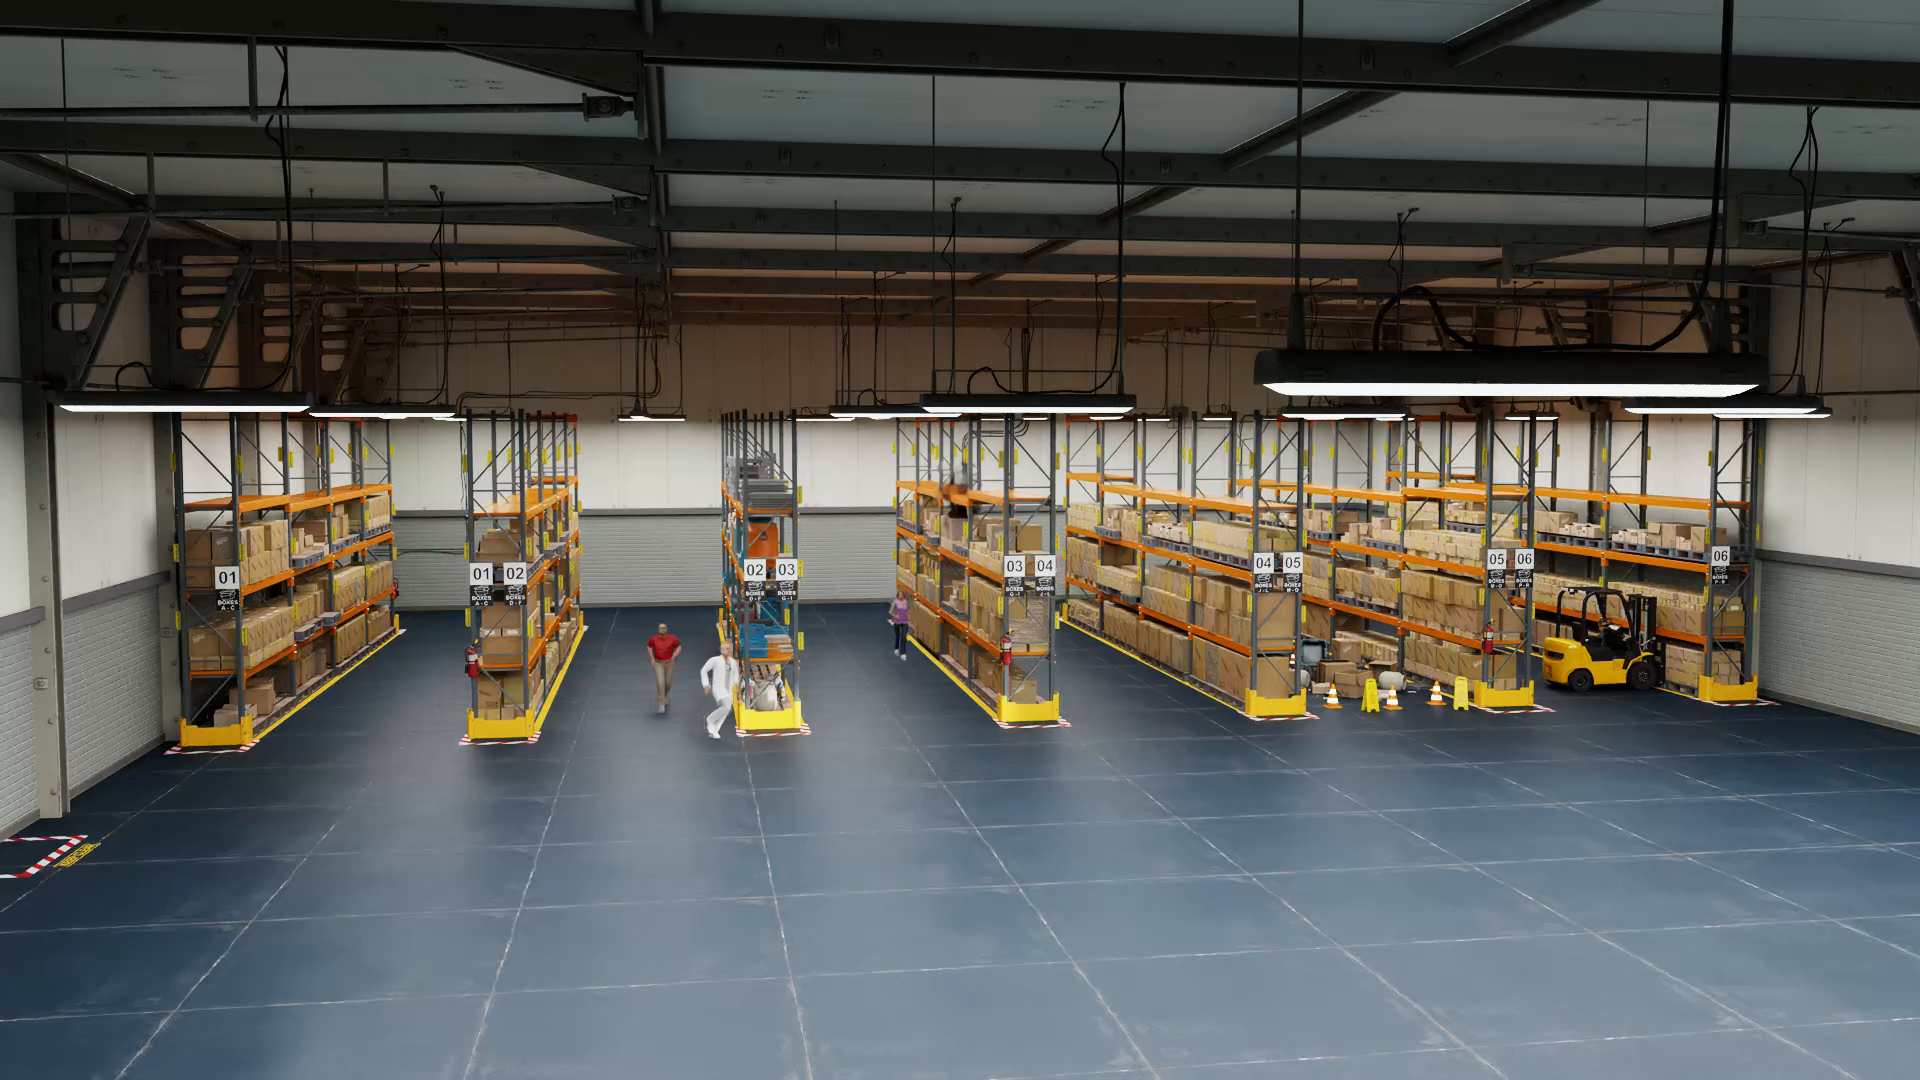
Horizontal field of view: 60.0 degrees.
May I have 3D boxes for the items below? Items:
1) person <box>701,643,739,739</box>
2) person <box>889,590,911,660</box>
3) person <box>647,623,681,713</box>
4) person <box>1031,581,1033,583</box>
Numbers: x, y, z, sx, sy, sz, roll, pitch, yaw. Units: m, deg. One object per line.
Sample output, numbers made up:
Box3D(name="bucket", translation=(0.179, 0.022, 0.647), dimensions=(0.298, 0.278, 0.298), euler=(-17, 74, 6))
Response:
Box3D(name="person", translation=(-4.291, 2.750, 30.356), dimensions=(0.591, 1.699, 0.726), euler=(4, 5, 43))
Box3D(name="person", translation=(-1.366, 1.950, 38.506), dimensions=(0.539, 1.599, 0.723), euler=(-1, 4, -16))
Box3D(name="person", translation=(-5.937, 2.533, 33.402), dimensions=(0.657, 1.757, 0.870), euler=(-1, 4, -17))
Box3D(name="person", translation=(1.935, 1.446, 48.751), dimensions=(0.727, 1.806, 0.781), euler=(3, 5, 36))
